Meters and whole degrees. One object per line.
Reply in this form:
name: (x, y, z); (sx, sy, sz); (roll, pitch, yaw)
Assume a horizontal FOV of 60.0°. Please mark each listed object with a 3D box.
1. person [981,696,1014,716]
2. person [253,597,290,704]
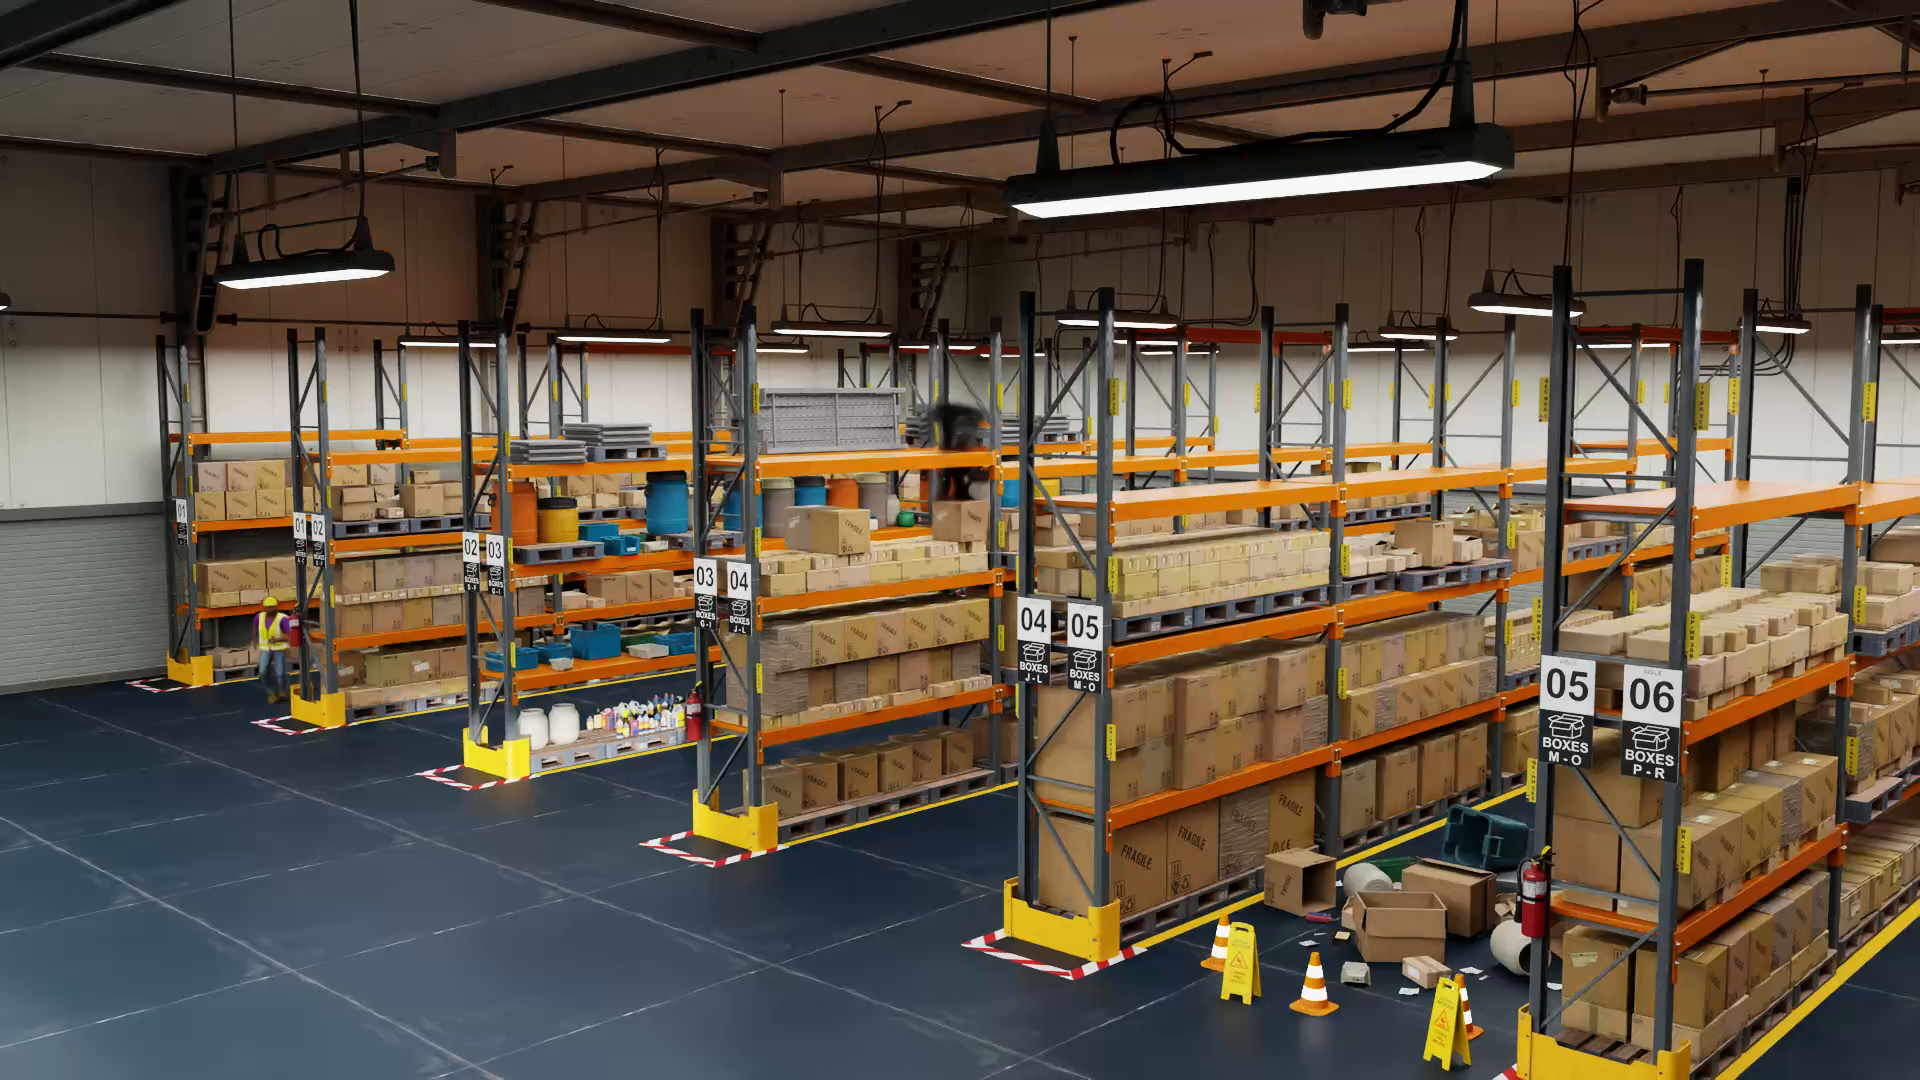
person: (0.561, 1.871, 26.126); (0.546, 1.750, 0.832); (3, 6, 31)
person: (-11.119, 1.796, 26.852); (0.691, 1.773, 0.843); (0, 5, -3)
